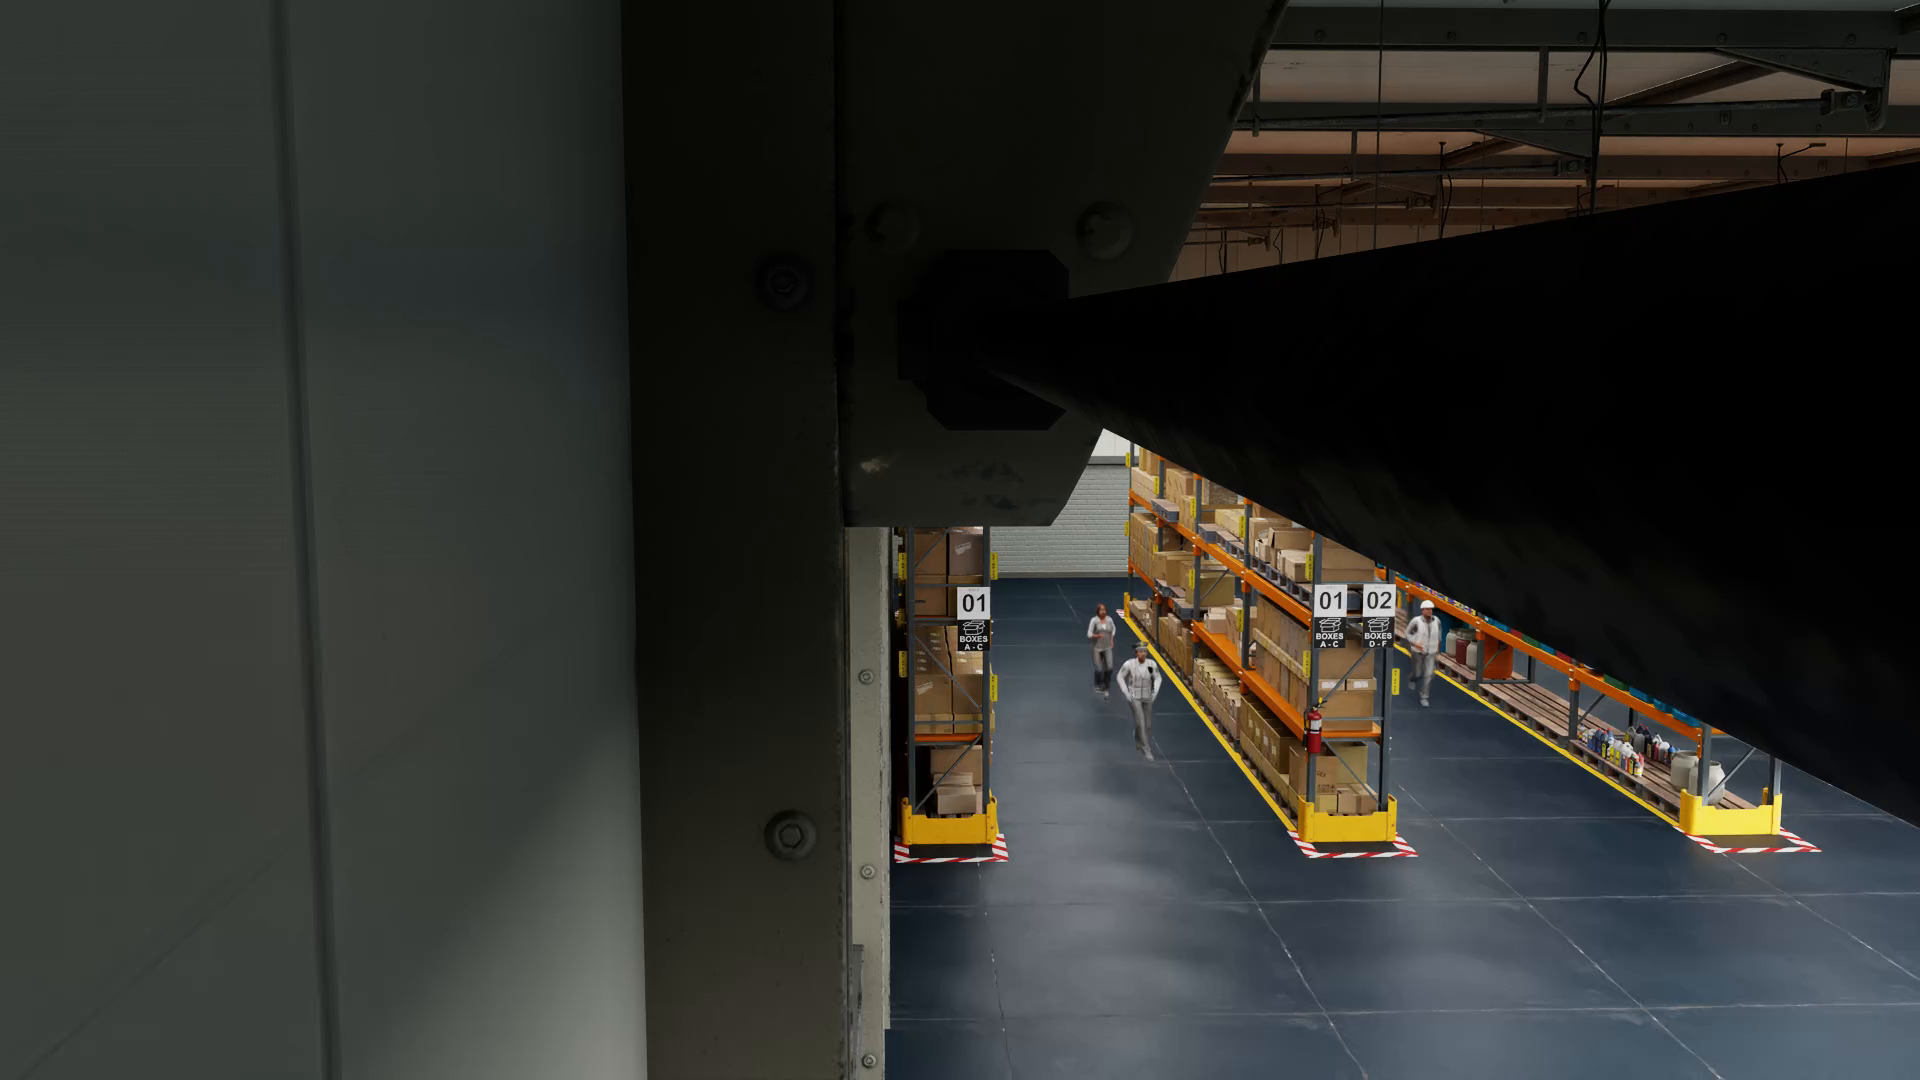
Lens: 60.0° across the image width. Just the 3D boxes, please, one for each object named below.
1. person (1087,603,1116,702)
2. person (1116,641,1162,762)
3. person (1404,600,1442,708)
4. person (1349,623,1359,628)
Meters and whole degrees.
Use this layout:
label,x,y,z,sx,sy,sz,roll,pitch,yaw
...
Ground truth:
label,x,y,z,sx,sy,sz,roll,pitch,yaw
person,2.346,1.838,27.407,0.514,1.619,0.654,-1,7,-6
person,2.539,2.233,23.448,0.643,1.677,0.672,-1,7,-9
person,7.836,1.877,28.107,0.683,1.766,0.918,0,7,-3
person,6.896,1.618,29.933,0.640,1.796,0.890,-1,7,-5
